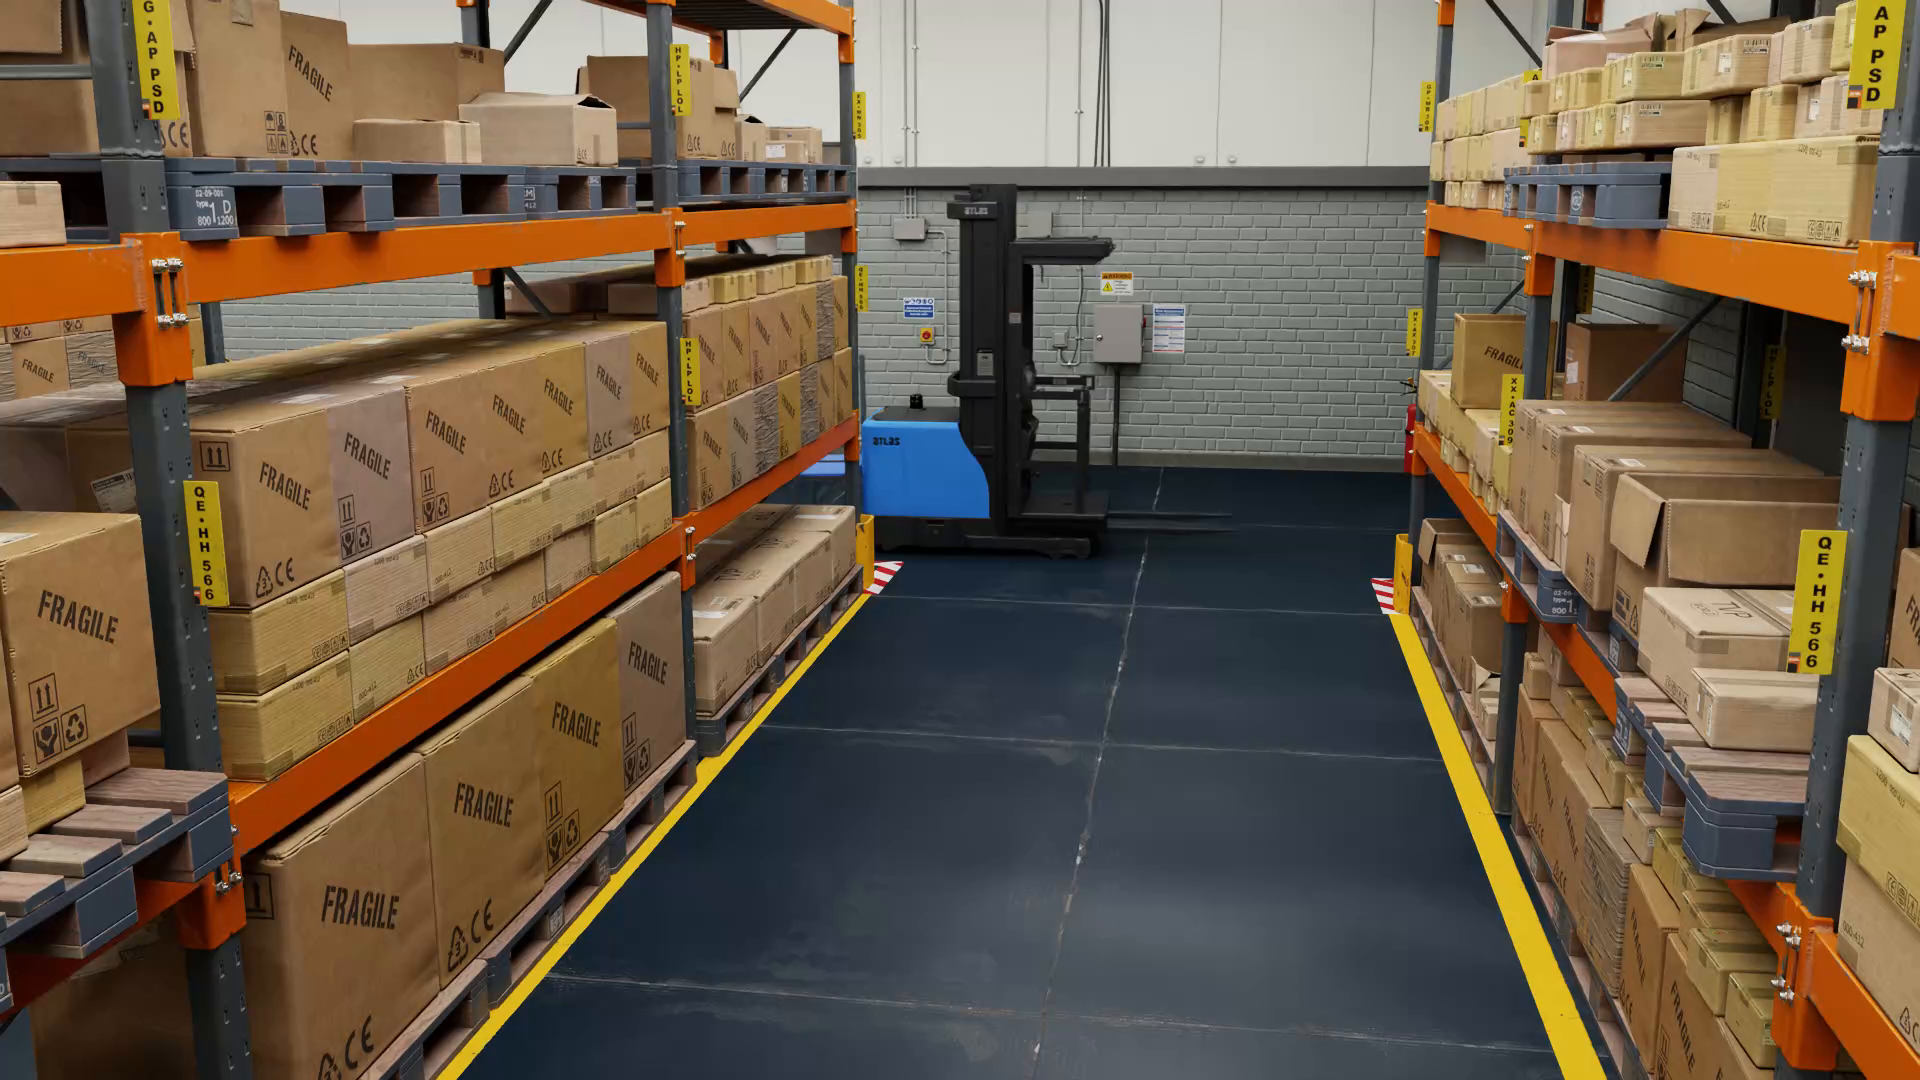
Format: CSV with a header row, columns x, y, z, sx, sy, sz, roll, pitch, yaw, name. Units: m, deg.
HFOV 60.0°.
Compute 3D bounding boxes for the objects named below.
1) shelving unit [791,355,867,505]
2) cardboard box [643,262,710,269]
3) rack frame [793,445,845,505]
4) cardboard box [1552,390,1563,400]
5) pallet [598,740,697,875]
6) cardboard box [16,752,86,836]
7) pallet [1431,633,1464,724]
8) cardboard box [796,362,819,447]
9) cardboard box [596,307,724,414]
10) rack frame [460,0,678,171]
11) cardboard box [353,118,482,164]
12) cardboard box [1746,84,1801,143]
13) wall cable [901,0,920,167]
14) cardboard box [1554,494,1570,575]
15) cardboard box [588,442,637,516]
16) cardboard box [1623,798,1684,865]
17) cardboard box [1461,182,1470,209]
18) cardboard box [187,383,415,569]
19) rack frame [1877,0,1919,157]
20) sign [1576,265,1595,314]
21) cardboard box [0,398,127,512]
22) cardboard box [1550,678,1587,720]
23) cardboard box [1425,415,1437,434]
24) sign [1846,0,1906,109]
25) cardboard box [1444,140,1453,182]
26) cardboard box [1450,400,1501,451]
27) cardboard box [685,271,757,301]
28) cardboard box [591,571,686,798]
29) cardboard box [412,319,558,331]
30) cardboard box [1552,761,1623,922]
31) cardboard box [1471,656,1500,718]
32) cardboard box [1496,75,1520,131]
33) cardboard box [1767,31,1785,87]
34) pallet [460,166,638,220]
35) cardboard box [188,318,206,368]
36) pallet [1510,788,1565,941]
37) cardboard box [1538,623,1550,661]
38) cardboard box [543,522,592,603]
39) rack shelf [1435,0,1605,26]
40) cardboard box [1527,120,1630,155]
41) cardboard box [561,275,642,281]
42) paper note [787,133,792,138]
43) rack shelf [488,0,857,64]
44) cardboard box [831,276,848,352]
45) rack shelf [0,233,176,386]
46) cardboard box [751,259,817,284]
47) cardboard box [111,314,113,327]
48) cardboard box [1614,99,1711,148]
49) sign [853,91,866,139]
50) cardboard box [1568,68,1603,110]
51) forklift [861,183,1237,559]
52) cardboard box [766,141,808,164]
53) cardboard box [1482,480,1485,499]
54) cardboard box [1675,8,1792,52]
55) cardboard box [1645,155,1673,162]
x,y,z,sx,sy,sz,roll,pitch,yaw,name
-1.071,-0.732,13.810,0.538,1.500,1.048,0,12,3,shelving unit
-1.786,-1.664,10.443,0.380,0.149,0.250,2,12,9,cardboard box
-1.093,-0.625,13.314,0.500,1.500,0.032,0,12,3,rack frame
3.691,-0.741,9.962,0.500,0.250,0.500,2,12,10,cardboard box
-1.903,1.215,7.853,1.003,0.211,1.213,2,12,9,pallet
-2.262,0.573,3.813,0.380,0.149,0.250,2,12,10,cardboard box
3.338,0.815,9.712,1.003,0.211,1.213,2,12,9,pallet
-1.218,-0.872,10.683,0.500,0.500,0.500,2,12,10,cardboard box
-1.547,-0.940,8.624,0.500,0.500,0.500,2,12,9,cardboard box
-1.859,-3.244,7.684,1.000,3.000,0.127,2,12,9,rack frame
-2.002,-1.470,6.131,0.380,0.166,0.250,3,13,13,cardboard box
2.368,-1.148,4.490,0.380,0.149,0.250,2,12,9,cardboard box
-0.647,-5.269,17.085,0.463,3.000,0.029,2,12,9,wall cable
2.453,-0.014,6.259,0.396,0.266,0.258,2,12,11,cardboard box
-1.756,-0.278,7.333,0.500,0.250,0.500,2,12,10,cardboard box
2.488,0.995,5.652,0.380,0.149,0.250,1,12,6,cardboard box
3.051,-1.952,9.408,0.380,0.149,0.250,2,12,9,cardboard box
-2.090,-0.214,5.257,0.500,0.500,0.500,2,12,9,cardboard box
2.431,-2.251,3.078,1.000,3.000,0.127,2,12,9,rack frame
4.207,-1.682,11.179,0.100,0.325,0.005,2,12,9,sign
-2.653,-0.132,4.875,0.500,0.500,0.500,2,12,7,cardboard box
2.762,0.675,7.139,0.380,0.149,0.250,2,12,7,cardboard box
3.340,-0.801,11.187,0.380,0.149,0.250,2,12,8,cardboard box
1.895,-1.055,3.423,0.100,0.325,0.005,2,12,9,sign
3.265,-2.332,10.224,0.500,0.250,0.500,2,12,10,cardboard box
3.116,-0.652,9.549,0.500,0.250,0.500,2,12,7,cardboard box
-1.365,-1.436,9.384,0.380,0.149,0.250,2,12,7,cardboard box
-1.875,0.654,7.885,0.875,0.875,0.875,2,12,10,cardboard box
-2.211,-0.766,7.818,0.500,0.500,0.500,2,12,9,cardboard box
2.596,1.174,6.362,0.500,0.500,0.500,2,12,7,cardboard box
2.897,0.781,8.744,0.396,0.266,0.258,2,12,11,cardboard box
2.955,-2.152,8.204,0.500,0.250,0.500,2,12,8,cardboard box
2.408,-1.293,4.455,0.380,0.149,0.250,2,12,8,cardboard box
-1.951,-1.491,7.127,0.805,0.209,1.217,1,12,6,pallet
-5.965,-1.375,12.312,0.500,0.500,0.500,2,12,10,cardboard box
2.958,1.383,7.076,1.003,0.211,1.213,2,12,9,pallet
2.788,0.471,7.377,0.380,0.149,0.250,2,12,8,cardboard box
-1.855,0.074,6.884,0.500,0.250,0.500,2,12,7,cardboard box
3.354,-3.147,8.949,1.077,0.370,4.000,2,12,9,rack shelf
2.607,-1.699,7.000,0.380,0.149,0.250,2,12,10,cardboard box
-1.930,-1.343,8.955,0.380,0.149,0.250,2,12,9,cardboard box
-0.992,-2.361,9.703,0.006,0.032,0.123,2,12,9,paper note
-1.551,-3.113,9.734,1.077,0.370,4.000,2,12,9,rack shelf
-1.083,-1.573,11.562,0.500,0.500,0.500,2,12,11,cardboard box
-2.782,-0.177,2.280,1.077,0.370,4.000,2,12,9,rack shelf
-1.152,-1.756,10.871,0.380,0.149,0.250,2,12,10,cardboard box
-6.053,-1.757,11.710,0.500,0.500,0.500,1,12,7,cardboard box
2.396,-1.378,5.512,0.380,0.149,0.250,2,12,10,cardboard box
-0.710,-2.984,11.684,0.100,0.325,0.005,2,12,9,sign
2.502,-1.682,6.216,0.380,0.149,0.250,2,12,8,cardboard box
0.749,-1.399,13.527,3.031,2.935,1.130,1,12,7,forklift
-1.210,-2.555,10.970,0.380,0.149,0.250,1,12,4,cardboard box
2.947,-0.266,8.705,0.380,0.149,0.250,2,12,10,cardboard box
3.059,-1.974,6.588,0.396,0.266,0.258,2,12,9,cardboard box
3.405,-1.785,7.688,0.500,0.250,0.500,2,12,7,cardboard box
